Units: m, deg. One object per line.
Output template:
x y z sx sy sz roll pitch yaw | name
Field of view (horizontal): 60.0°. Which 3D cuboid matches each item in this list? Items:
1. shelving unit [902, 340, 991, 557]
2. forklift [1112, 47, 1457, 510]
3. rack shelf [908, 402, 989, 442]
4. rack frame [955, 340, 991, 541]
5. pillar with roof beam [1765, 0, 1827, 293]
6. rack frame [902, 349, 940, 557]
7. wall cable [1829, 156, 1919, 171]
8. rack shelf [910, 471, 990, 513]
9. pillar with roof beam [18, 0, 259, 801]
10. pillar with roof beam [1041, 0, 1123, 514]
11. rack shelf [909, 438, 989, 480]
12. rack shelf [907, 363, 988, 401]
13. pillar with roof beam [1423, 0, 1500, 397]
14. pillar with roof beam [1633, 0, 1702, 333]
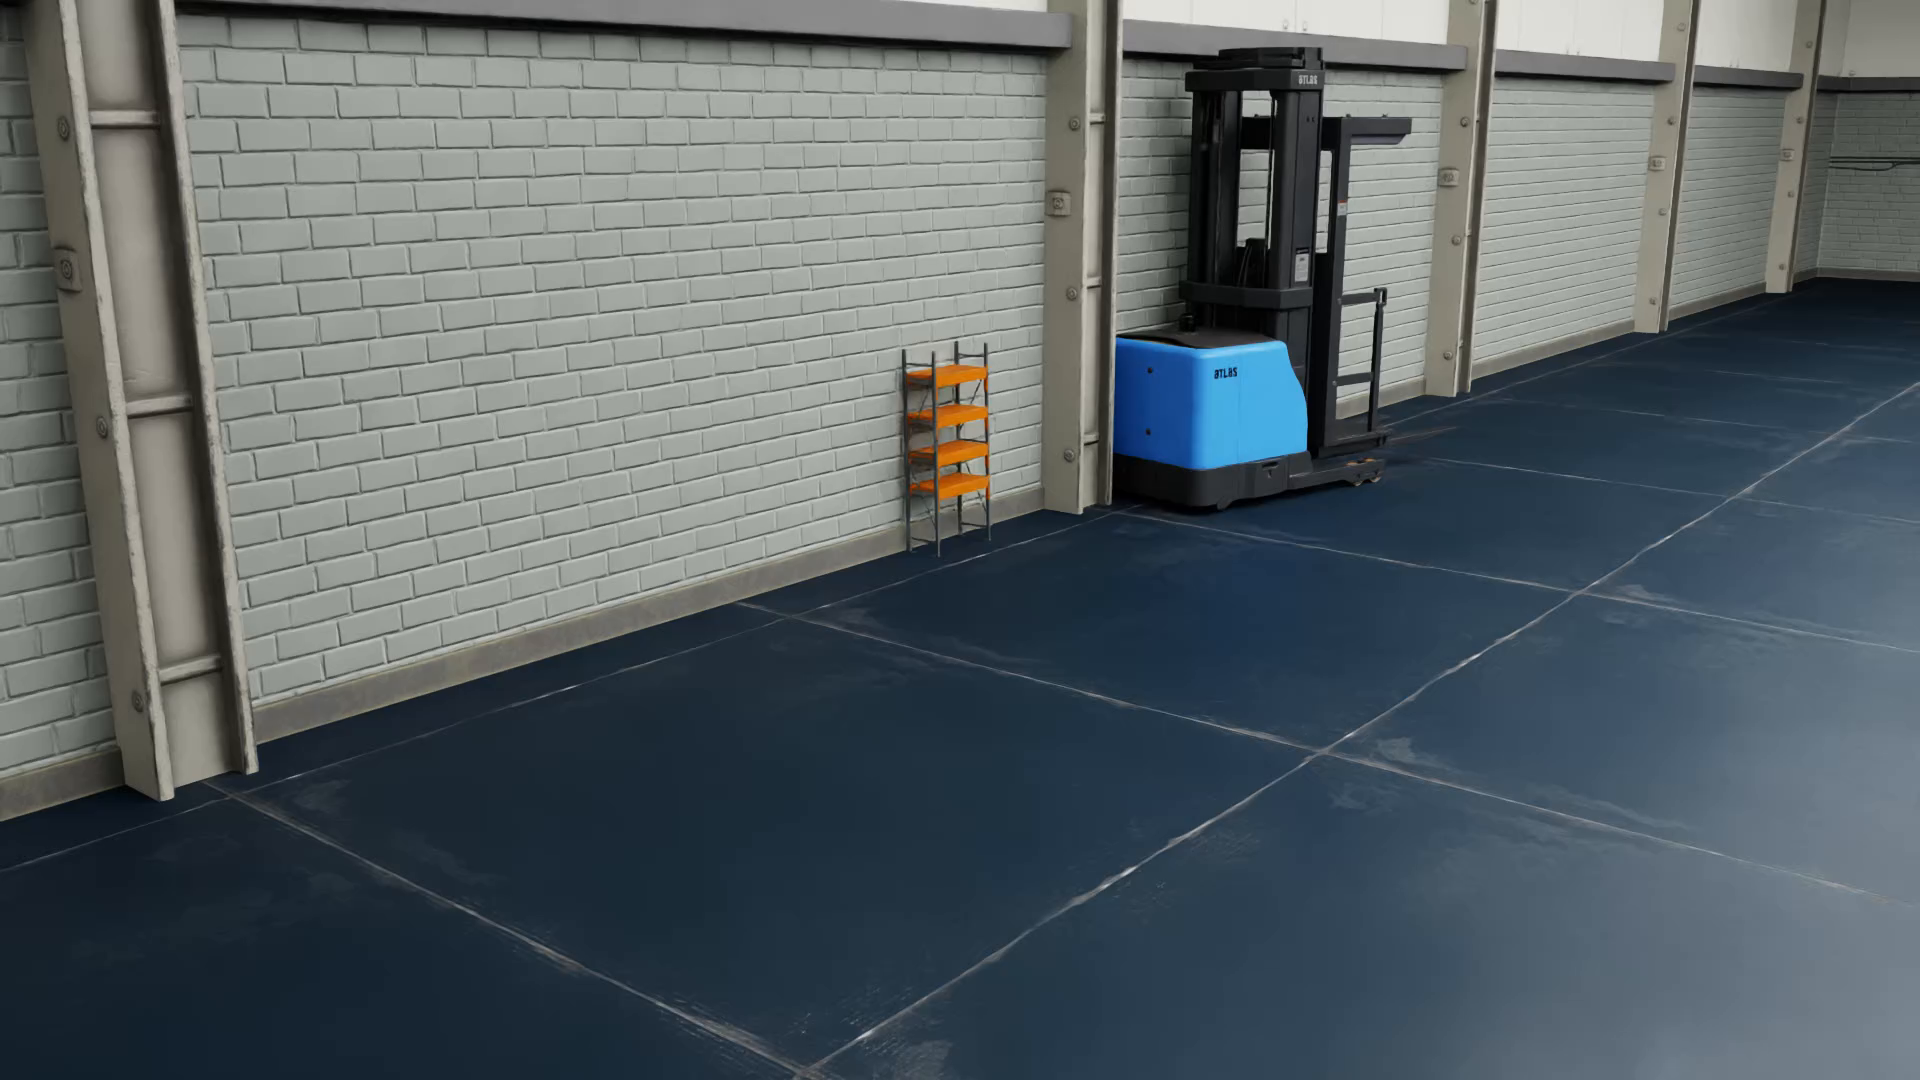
-0.074 -0.547 9.828 0.258 1.200 0.503 9 17 37 | shelving unit
2.374 -1.889 11.604 3.031 2.935 1.130 -11 18 -37 | forklift
-0.077 -0.700 9.792 0.258 0.148 0.480 9 17 37 | rack shelf
0.078 -0.594 10.013 0.240 1.200 0.015 9 17 37 | rack frame
15.432 -7.369 20.854 9.100 9.000 0.400 11 18 38 | pillar with roof beam
-0.226 -0.500 9.643 0.240 1.200 0.015 9 17 37 | rack frame
14.964 -6.890 25.274 3.097 2.526 0.112 11 18 38 | wall cable
-0.069 -0.289 9.889 0.258 0.148 0.480 9 17 37 | rack shelf
0.348 -2.773 2.761 9.100 9.000 0.400 11 18 38 | pillar with roof beam
4.119 -3.922 7.284 9.100 9.000 0.400 11 18 38 | pillar with roof beam
-0.073 -0.482 9.843 0.258 0.148 0.480 9 17 37 | rack shelf
-0.081 -0.930 9.737 0.258 0.148 0.480 9 17 37 | rack shelf
7.890 -5.071 11.807 9.100 9.000 0.400 11 18 38 | pillar with roof beam
11.661 -6.220 16.331 9.100 9.000 0.400 11 18 38 | pillar with roof beam
